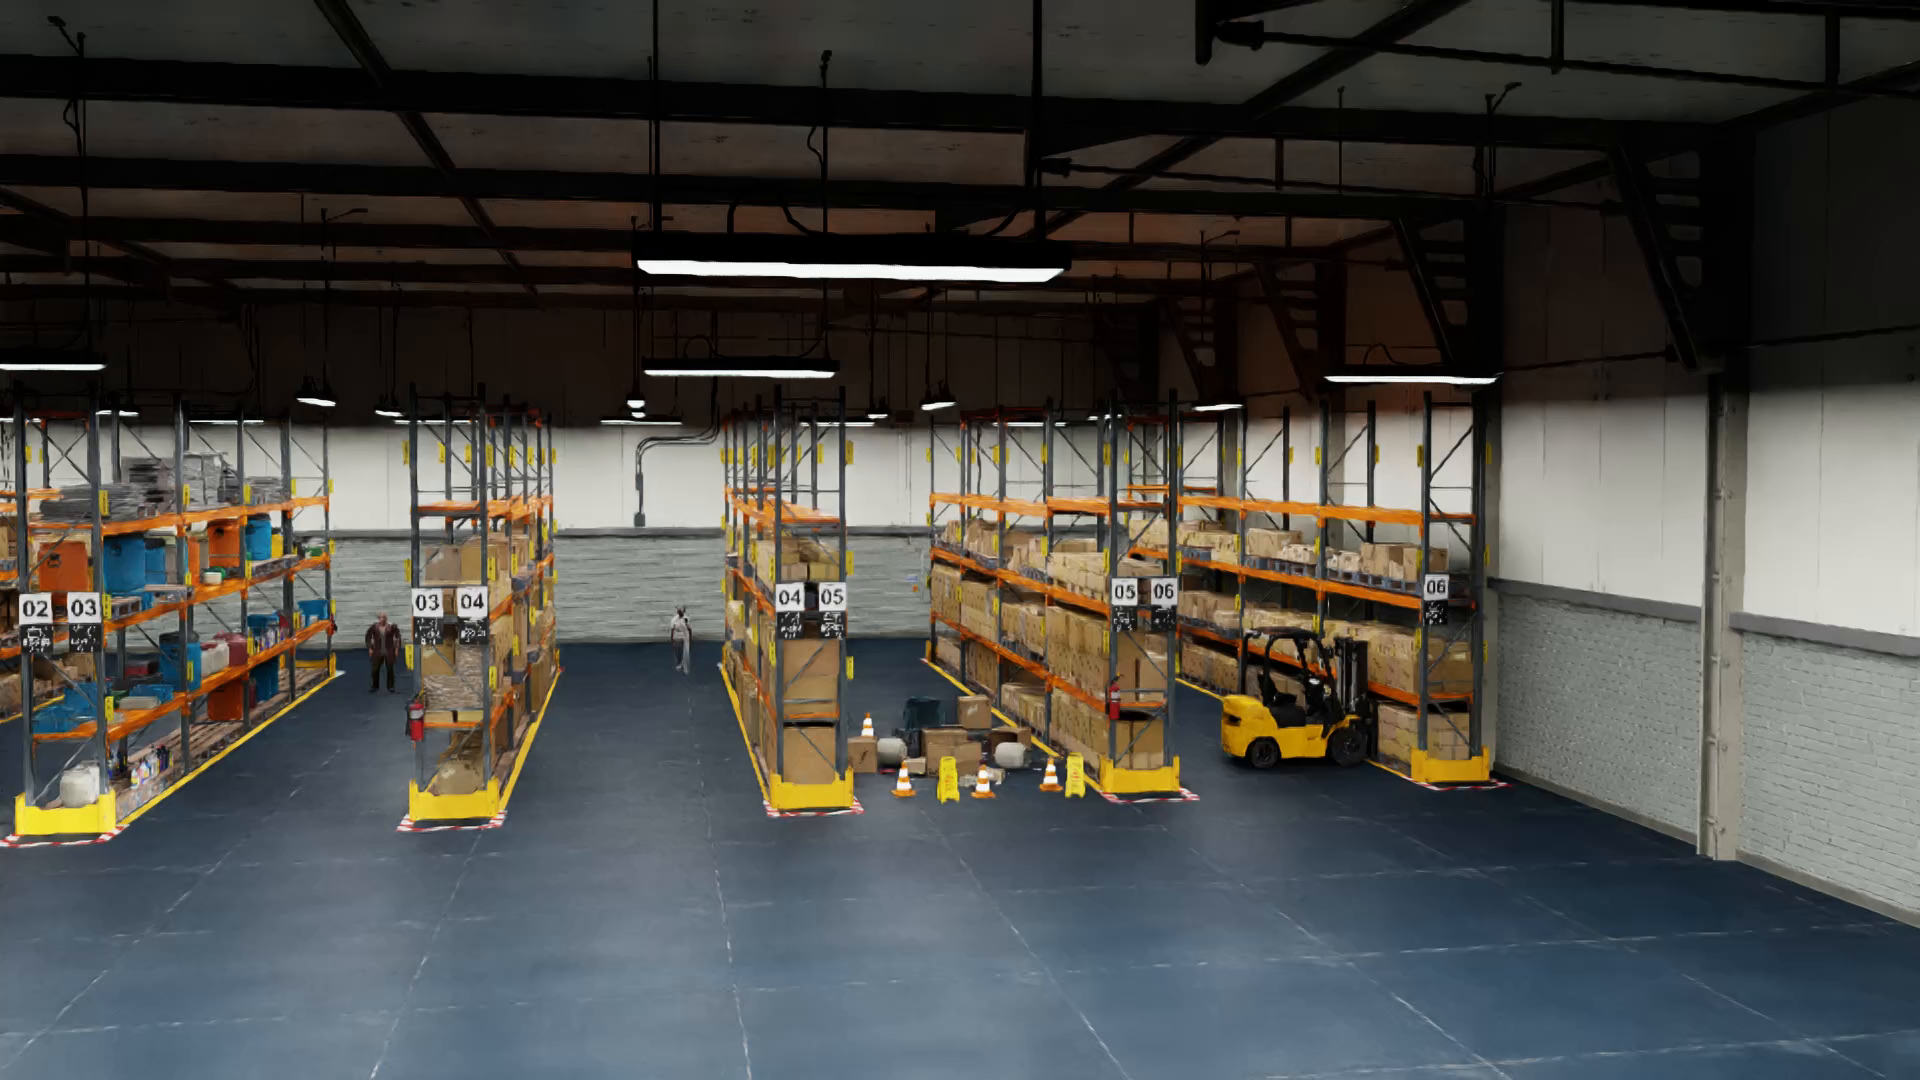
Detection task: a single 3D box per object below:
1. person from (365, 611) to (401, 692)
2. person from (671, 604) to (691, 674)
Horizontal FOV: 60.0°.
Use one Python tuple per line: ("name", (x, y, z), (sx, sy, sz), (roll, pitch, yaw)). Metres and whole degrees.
("person", (-12.182, 2.361, 35.140), (0.729, 1.733, 0.546), (-1, 3, -13))
("person", (-6.421, 2.252, 38.284), (0.456, 1.587, 1.088), (0, 3, -8))
